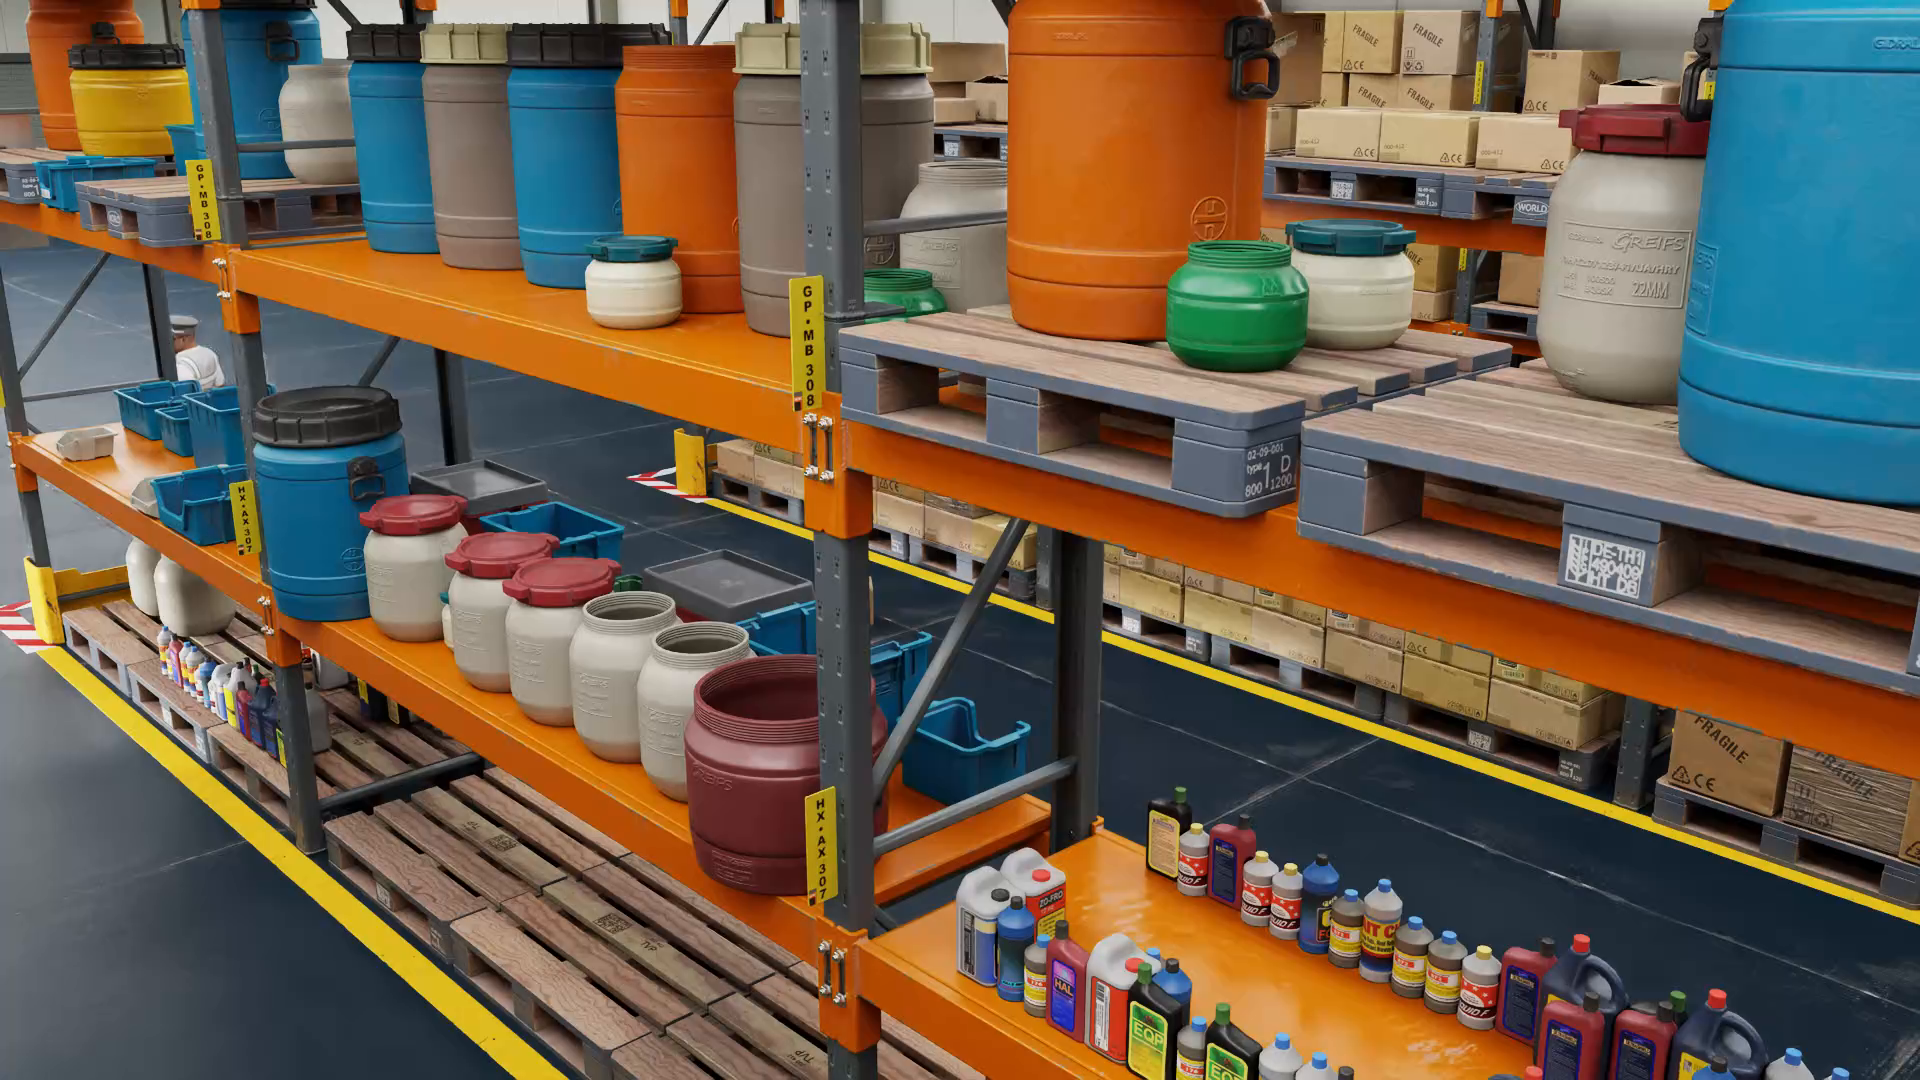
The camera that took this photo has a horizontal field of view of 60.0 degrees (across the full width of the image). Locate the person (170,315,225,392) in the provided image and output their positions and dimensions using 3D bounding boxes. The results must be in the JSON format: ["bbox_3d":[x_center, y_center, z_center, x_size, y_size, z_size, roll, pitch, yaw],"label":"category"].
[{"bbox_3d":[-5.637,-0.783,12.053,0.826,1.717,0.633,0,17,-1],"label":"person"}]
